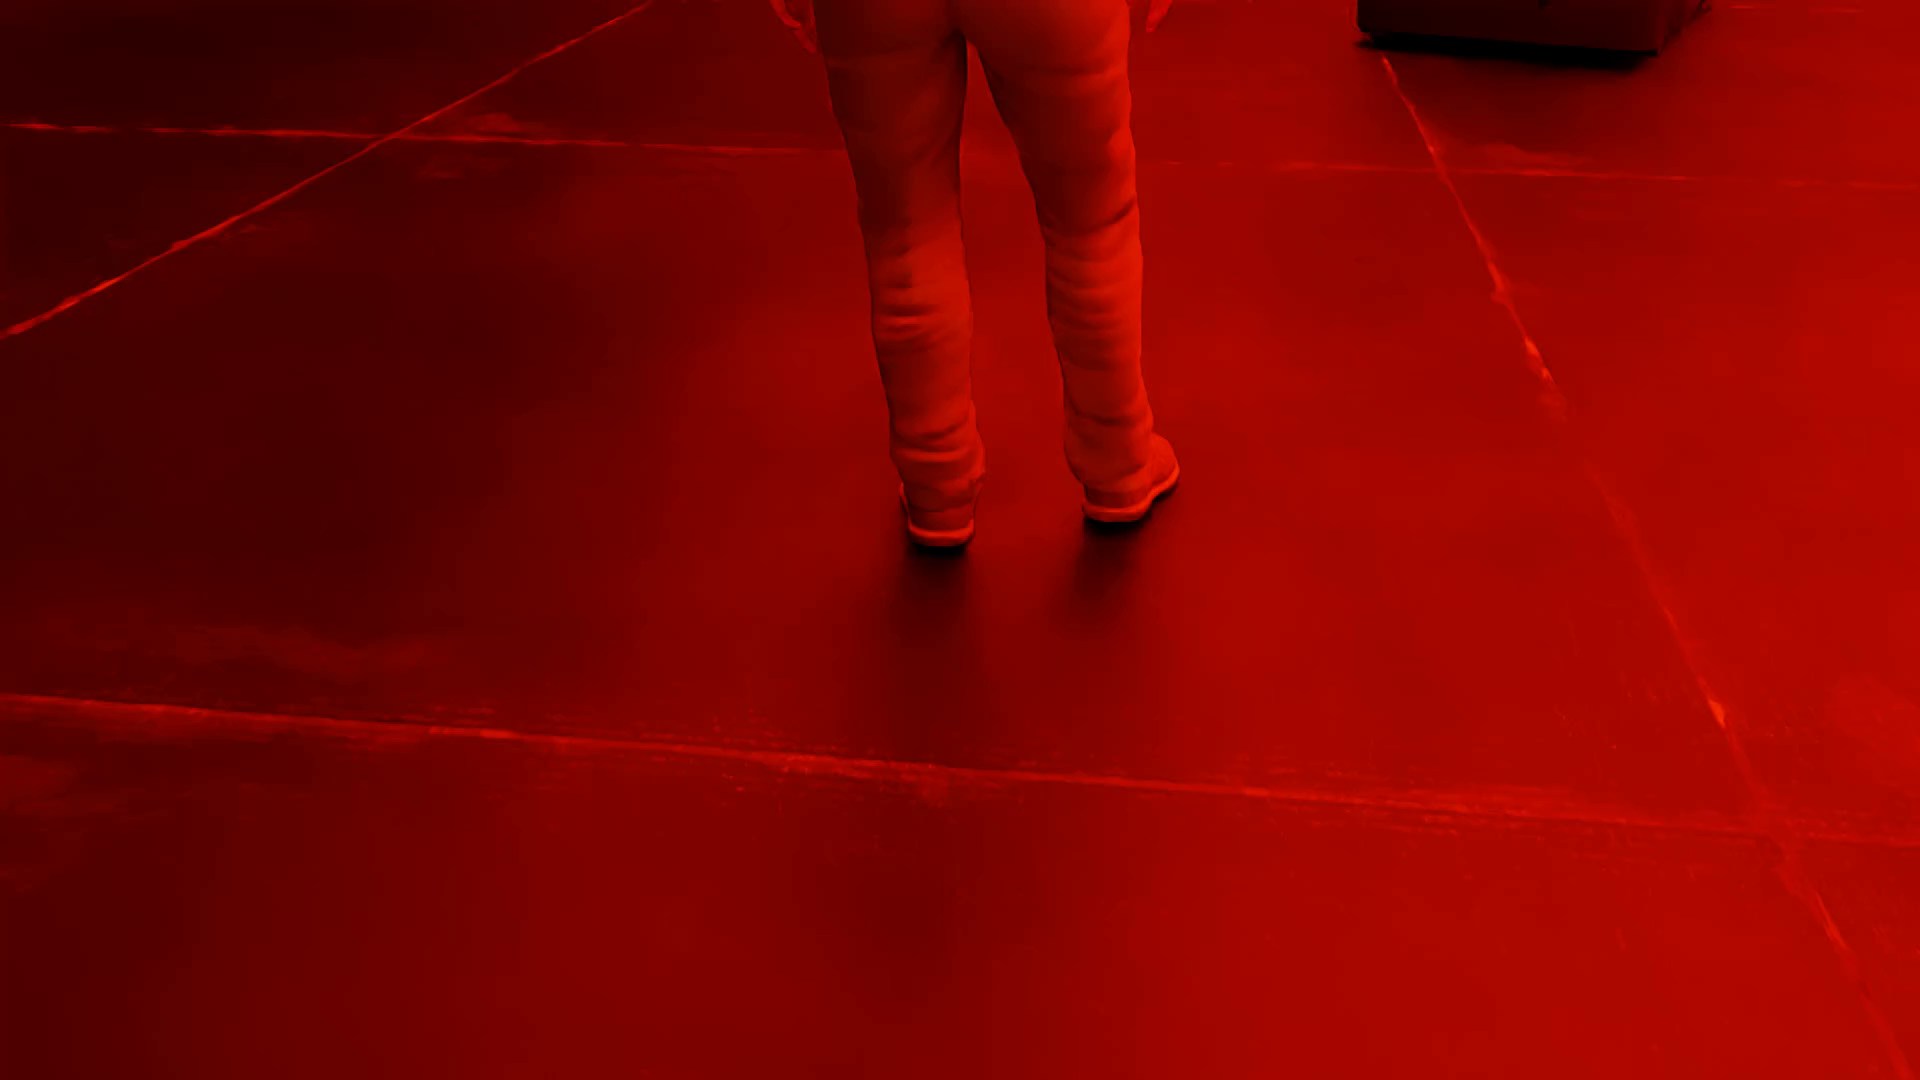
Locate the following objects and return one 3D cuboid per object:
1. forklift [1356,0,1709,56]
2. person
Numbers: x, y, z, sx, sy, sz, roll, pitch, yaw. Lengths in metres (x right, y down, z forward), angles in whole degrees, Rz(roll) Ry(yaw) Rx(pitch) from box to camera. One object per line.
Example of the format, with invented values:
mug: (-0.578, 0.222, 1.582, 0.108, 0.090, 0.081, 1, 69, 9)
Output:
forklift: (2.594, -3.614, 6.462, 1.130, 2.935, 3.031, 13, 29, 24)
person: (0.033, -0.785, 2.190, 0.598, 1.669, 0.529, 3, 27, 7)
